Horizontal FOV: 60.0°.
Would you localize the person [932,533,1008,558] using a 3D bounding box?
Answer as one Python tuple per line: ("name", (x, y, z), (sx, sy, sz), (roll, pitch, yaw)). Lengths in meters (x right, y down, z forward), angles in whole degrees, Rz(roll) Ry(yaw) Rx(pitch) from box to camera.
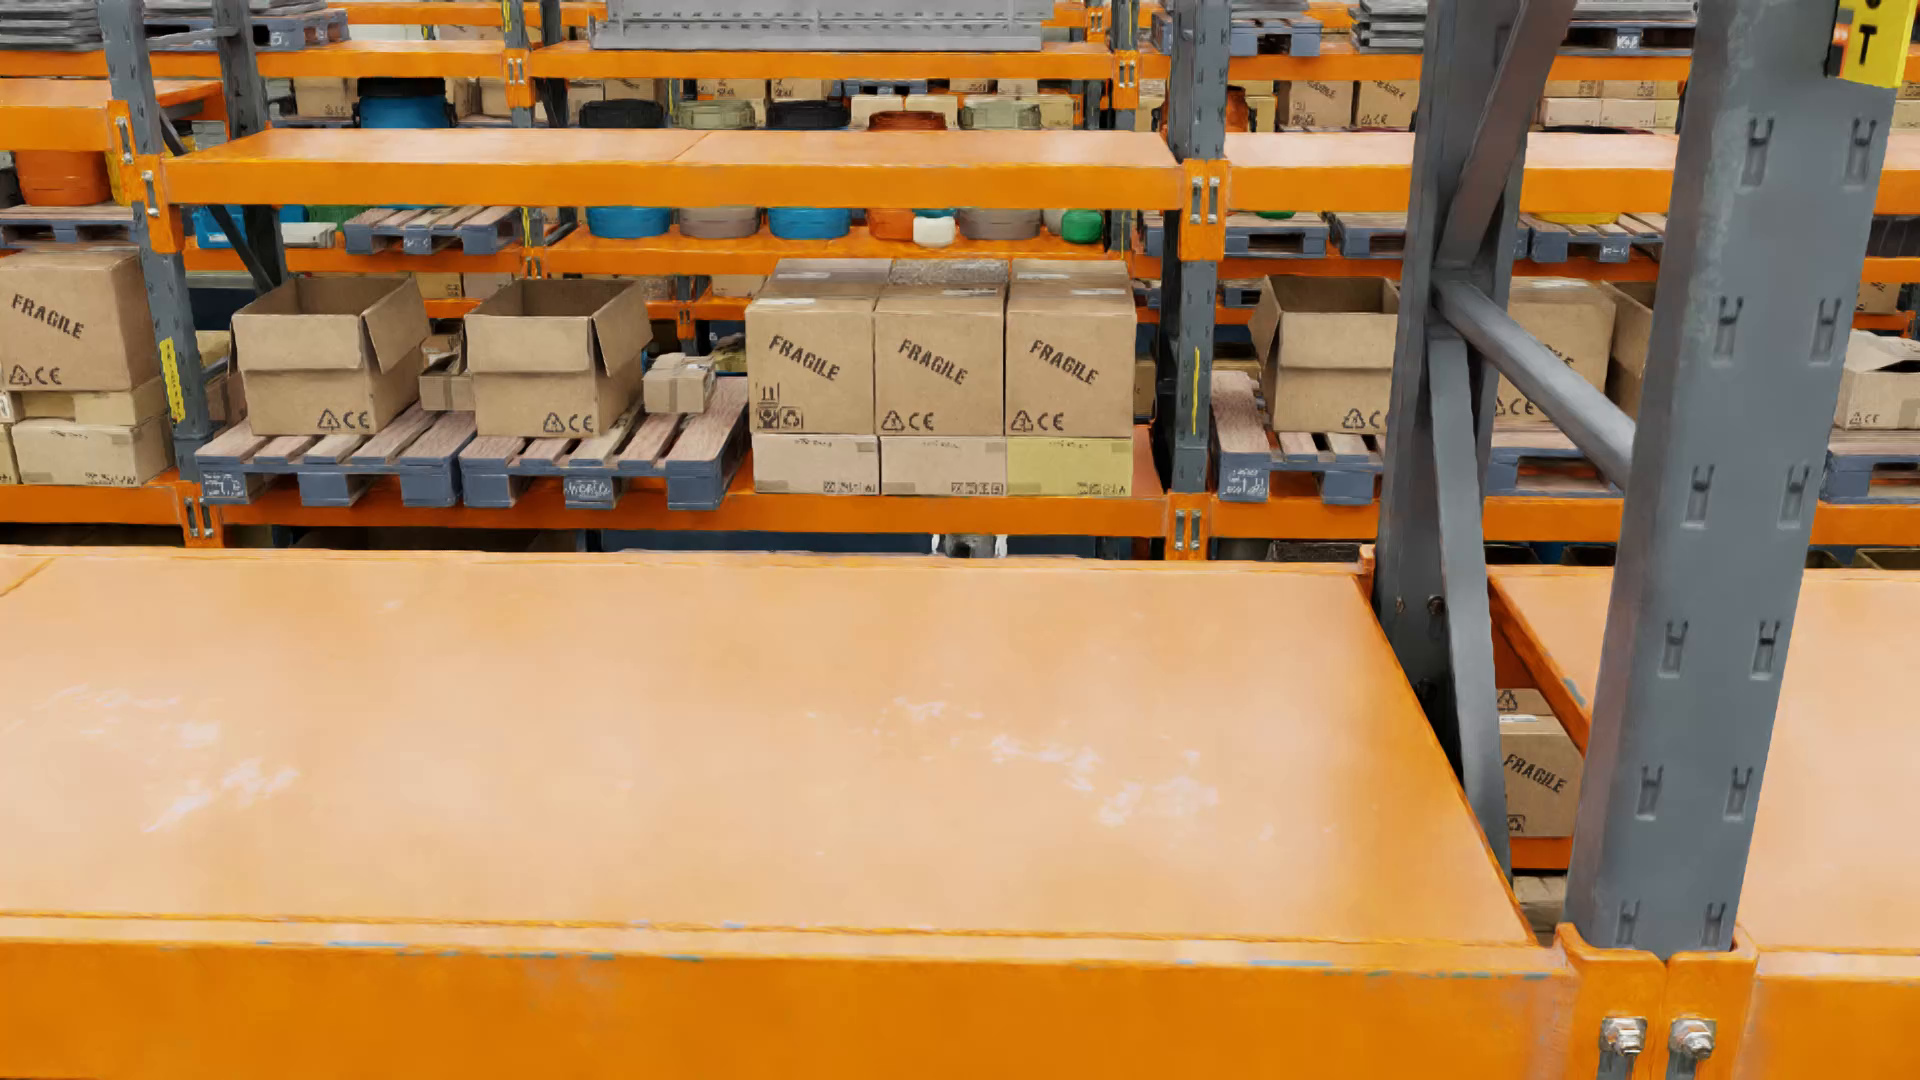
("person", (0.058, -0.040, 11.702), (0.611, 1.688, 0.364), (12, 24, 28))
